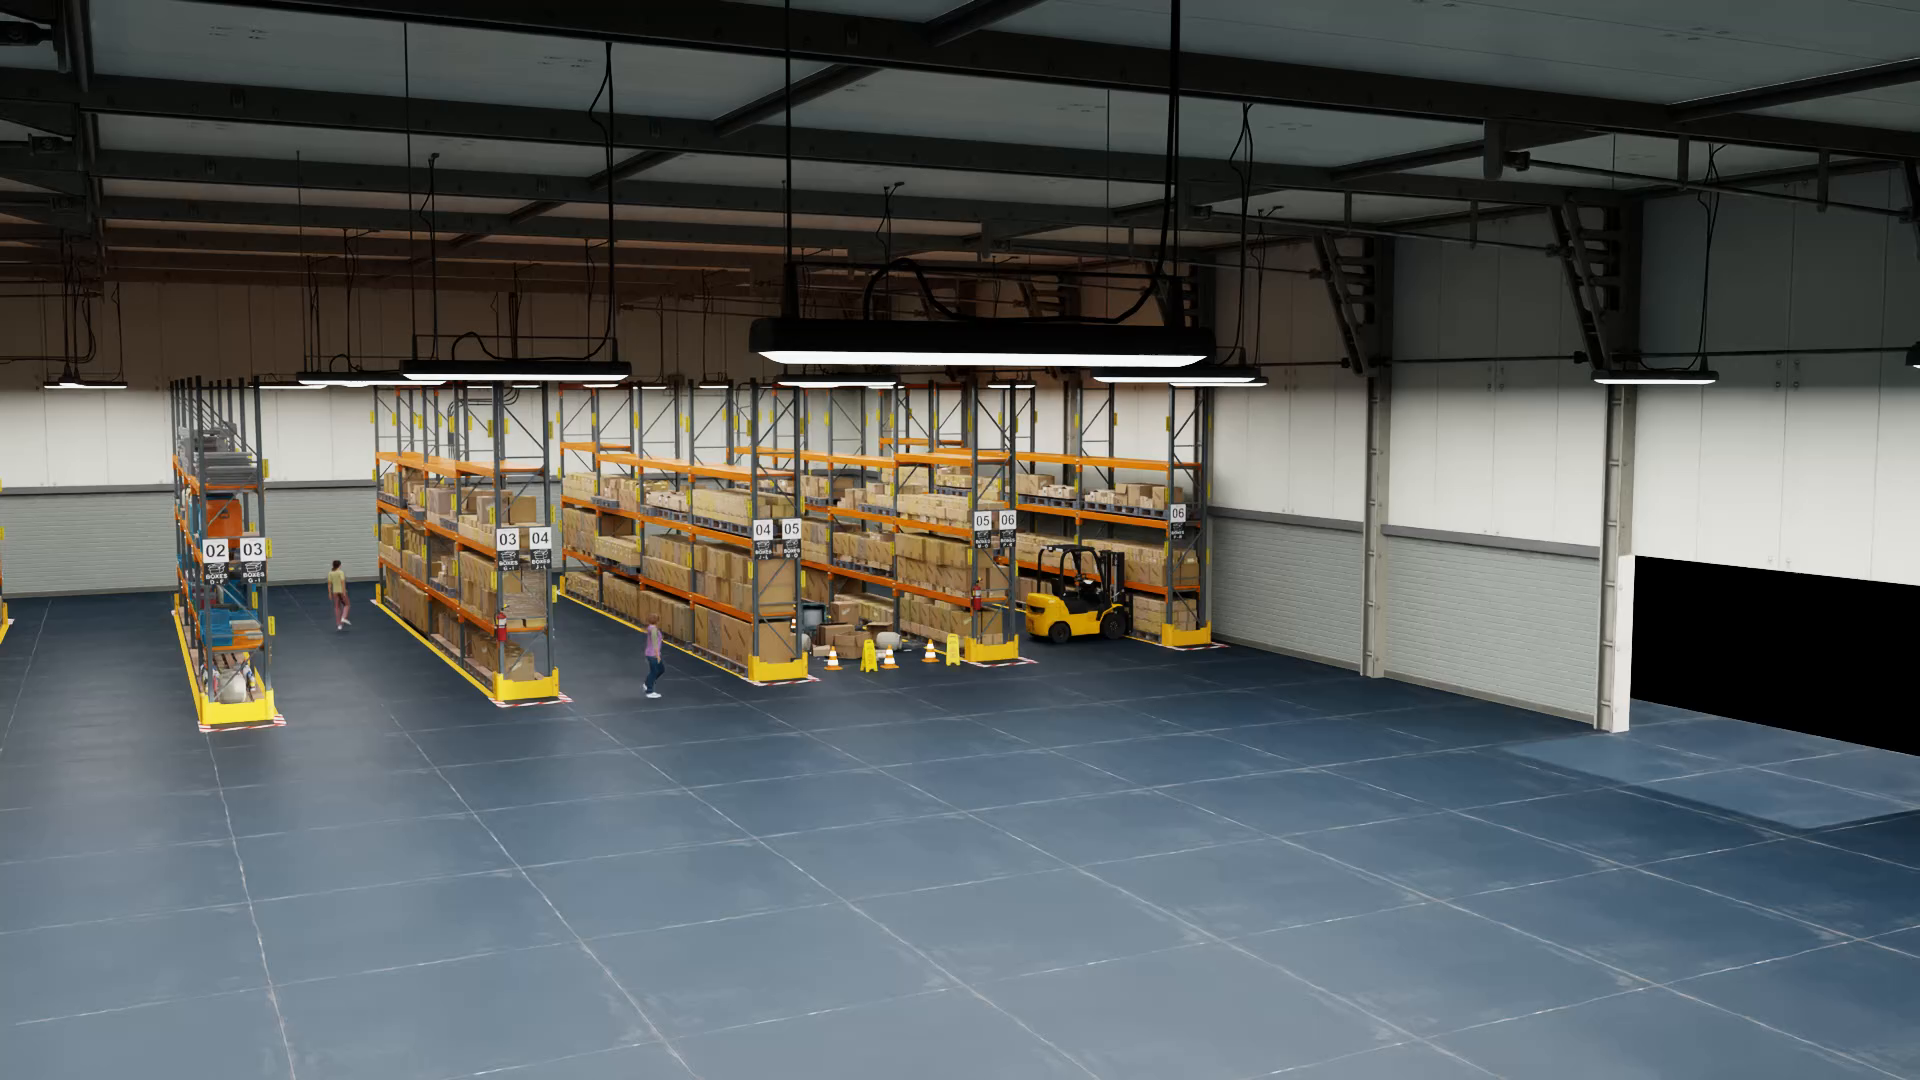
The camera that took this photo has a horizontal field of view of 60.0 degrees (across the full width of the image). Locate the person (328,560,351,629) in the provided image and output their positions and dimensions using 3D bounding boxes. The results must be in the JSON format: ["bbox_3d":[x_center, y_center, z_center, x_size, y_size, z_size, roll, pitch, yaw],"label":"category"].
[{"bbox_3d":[-15.020,1.312,40.219,0.512,1.659,0.470,-1,5,-15],"label":"person"}]

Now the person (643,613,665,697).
[{"bbox_3d":[-5.726,2.150,31.046,0.414,1.590,0.391,-1,5,-7],"label":"person"}]
